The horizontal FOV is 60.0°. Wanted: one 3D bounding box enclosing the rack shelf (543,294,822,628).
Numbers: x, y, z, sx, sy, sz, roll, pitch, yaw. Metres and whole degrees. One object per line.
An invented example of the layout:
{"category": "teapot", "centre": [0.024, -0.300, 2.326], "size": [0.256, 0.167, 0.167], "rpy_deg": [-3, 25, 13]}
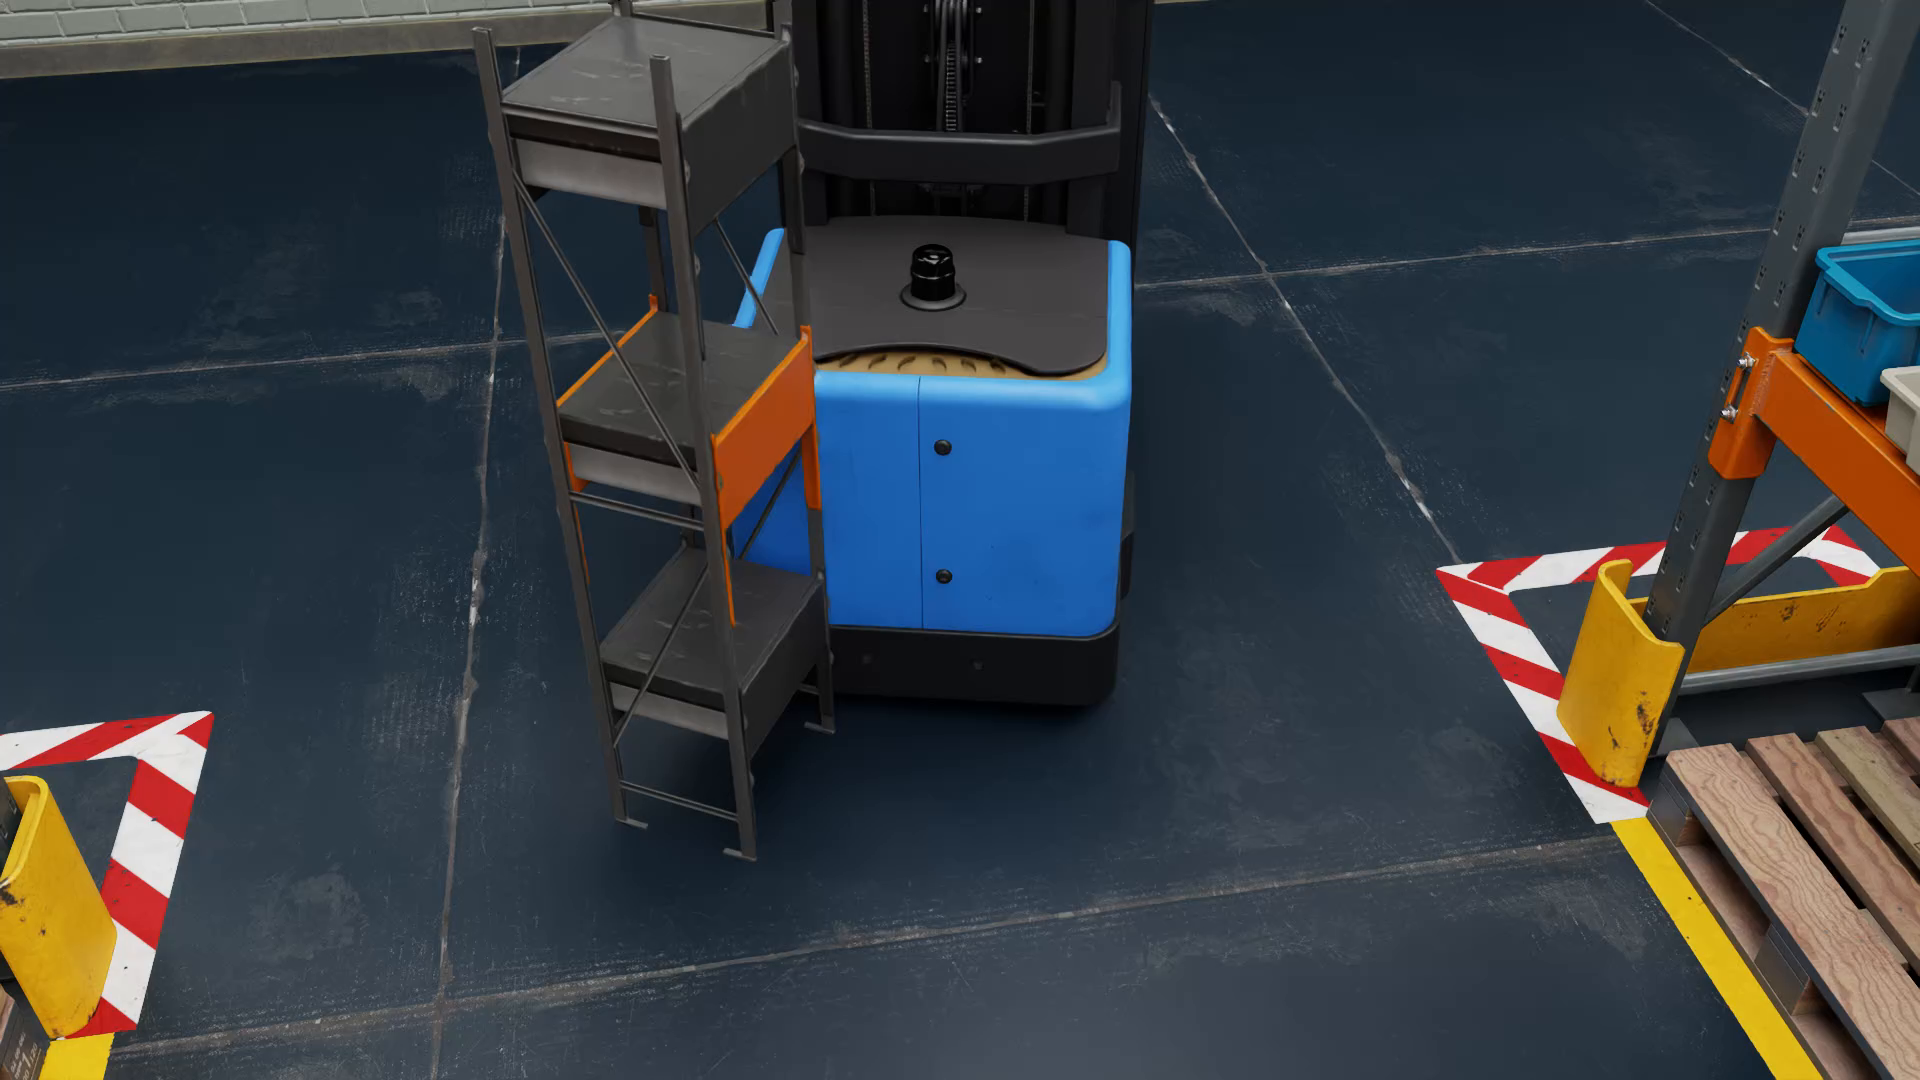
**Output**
{"category": "rack shelf", "centre": [-0.615, -0.188, 3.802], "size": [0.431, 0.518, 0.480], "rpy_deg": [13, 40, 16]}

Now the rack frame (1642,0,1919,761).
{"category": "rack frame", "centre": [2.271, -0.674, 3.673], "size": [1.000, 3.000, 0.127], "rpy_deg": [-6, 38, -8]}

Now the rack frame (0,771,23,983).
{"category": "rack frame", "centre": [-2.606, -0.144, 2.990], "size": [1.000, 3.000, 0.127], "rpy_deg": [-6, 38, -8]}

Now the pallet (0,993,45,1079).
{"category": "pallet", "centre": [-2.452, 1.485, 3.167], "size": [1.003, 0.211, 1.213], "rpy_deg": [-6, 38, -8]}

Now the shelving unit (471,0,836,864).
{"category": "shelving unit", "centre": [-0.615, -0.199, 3.794], "size": [0.431, 2.100, 0.503], "rpy_deg": [13, 40, 16]}

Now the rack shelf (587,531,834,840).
{"category": "rack shelf", "centre": [-0.616, 0.364, 4.232], "size": [0.431, 0.518, 0.480], "rpy_deg": [13, 40, 16]}

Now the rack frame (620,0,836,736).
{"category": "rack frame", "centre": [-0.529, -0.339, 3.974], "size": [0.400, 2.100, 0.015], "rpy_deg": [13, 40, 16]}

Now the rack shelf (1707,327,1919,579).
{"category": "rack shelf", "centre": [2.622, 0.818, 2.339], "size": [1.077, 0.370, 4.000], "rpy_deg": [-6, 38, -8]}

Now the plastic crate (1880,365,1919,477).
{"category": "plastic crate", "centre": [1.965, -0.207, 3.237], "size": [0.250, 0.136, 0.298], "rpy_deg": [-6, 38, -8]}

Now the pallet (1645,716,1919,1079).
{"category": "pallet", "centre": [2.377, 0.929, 3.882], "size": [1.003, 0.211, 1.213], "rpy_deg": [-6, 38, -8]}

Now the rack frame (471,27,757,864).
{"category": "rack frame", "centre": [-0.701, -0.059, 3.614], "size": [0.400, 2.100, 0.015], "rpy_deg": [13, 40, 16]}

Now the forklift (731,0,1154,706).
{"category": "forklift", "centre": [0.018, -1.592, 4.910], "size": [1.130, 2.935, 3.031], "rpy_deg": [3, 38, 4]}

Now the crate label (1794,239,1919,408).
{"category": "crate label", "centre": [1.990, -0.447, 3.468], "size": [0.416, 0.233, 0.303], "rpy_deg": [-6, 38, -8]}

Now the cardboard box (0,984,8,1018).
{"category": "cardboard box", "centre": [-2.269, 0.972, 3.233], "size": [0.500, 0.500, 0.500], "rpy_deg": [-6, 38, -8]}

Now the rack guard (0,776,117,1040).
{"category": "rack guard", "centre": [-2.593, 0.889, 3.698], "size": [1.175, 0.500, 0.348], "rpy_deg": [-6, 38, -8]}

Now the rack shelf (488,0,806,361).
{"category": "rack shelf", "centre": [-0.613, -0.741, 3.373], "size": [0.431, 0.518, 0.480], "rpy_deg": [13, 40, 16]}

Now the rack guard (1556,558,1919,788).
{"category": "rack guard", "centre": [2.254, 0.300, 4.457], "size": [1.175, 0.500, 0.348], "rpy_deg": [-6, 38, -8]}
